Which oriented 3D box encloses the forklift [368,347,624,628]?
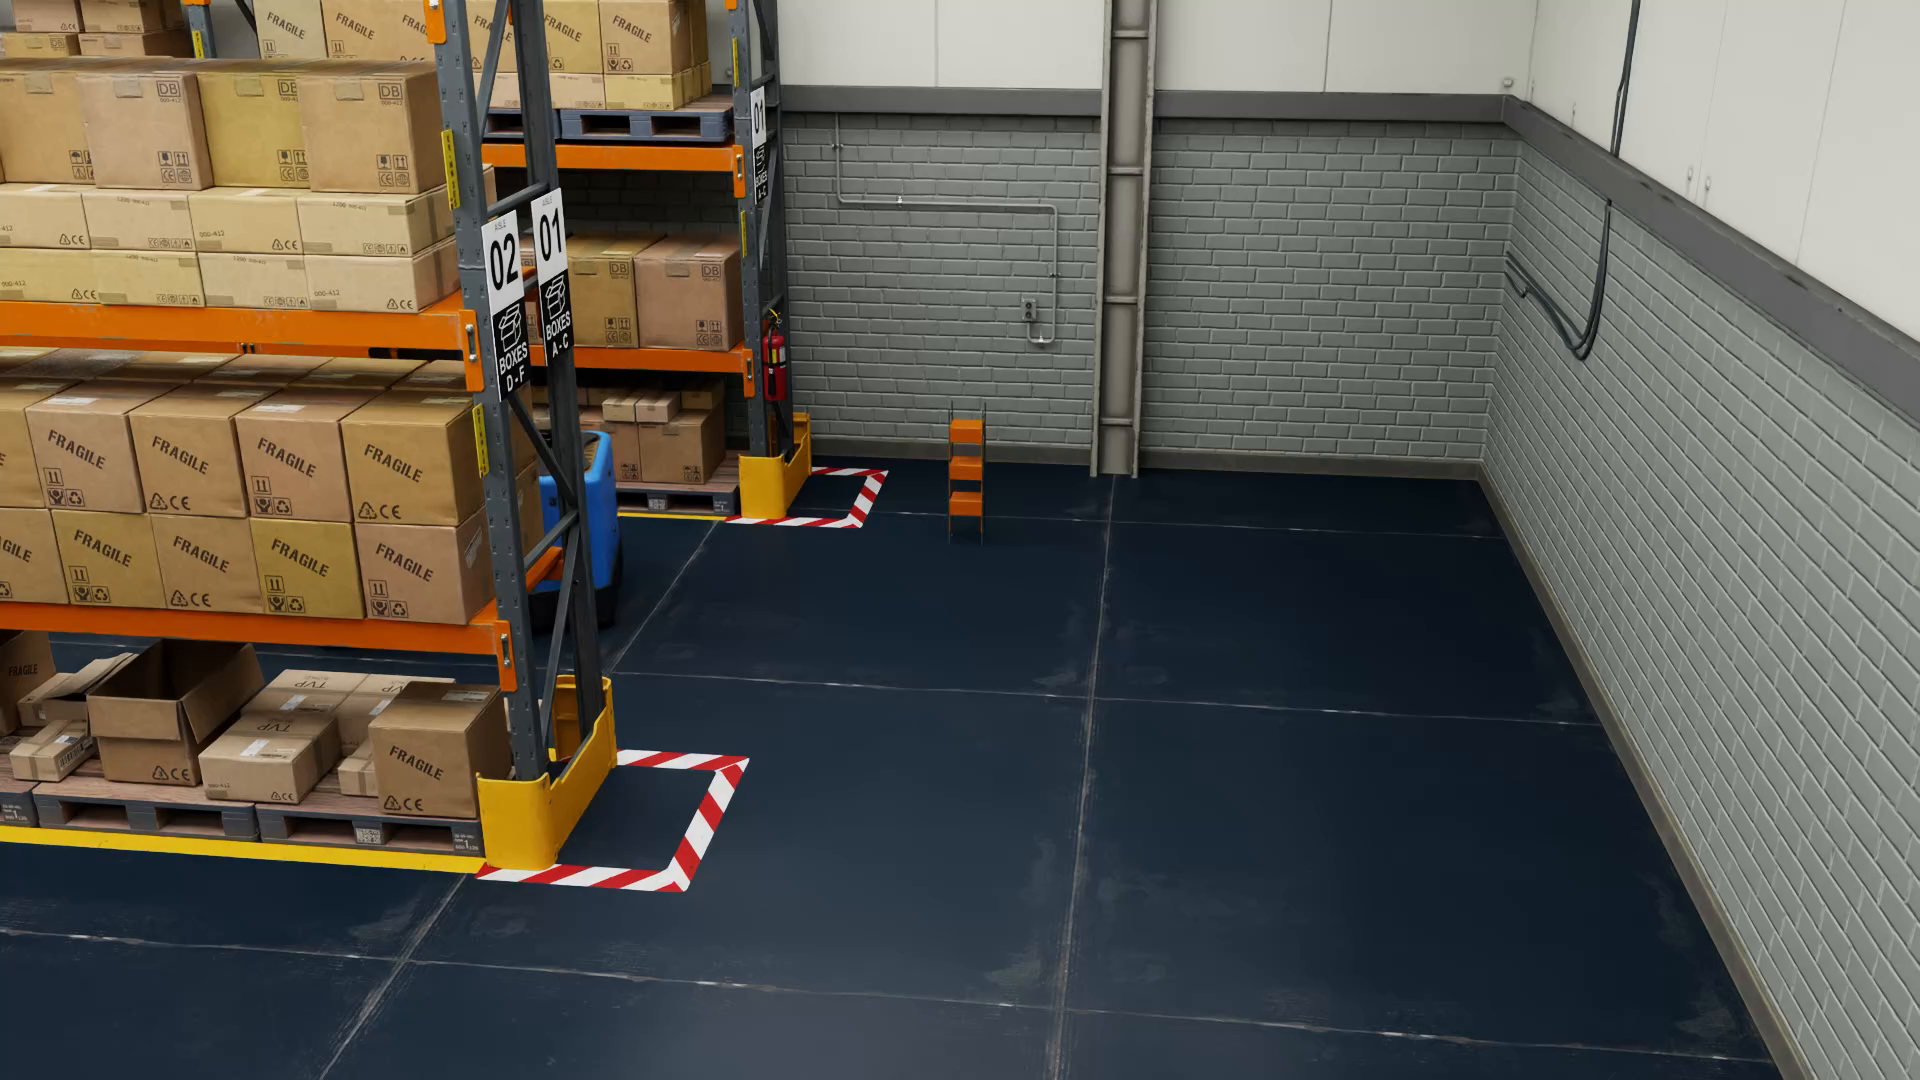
[{"bbox_3d":[-3.834,-0.887,10.696,3.031,2.935,1.130,-2,22,-6],"label":"forklift"}]

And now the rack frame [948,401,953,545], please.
[{"bbox_3d":[-0.068,-0.491,12.254,0.008,1.050,0.200,2,22,6],"label":"rack frame"}]

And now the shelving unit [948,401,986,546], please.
[{"bbox_3d":[0.053,-0.486,12.241,0.252,1.050,0.215,2,22,6],"label":"shelving unit"}]

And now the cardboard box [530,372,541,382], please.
[{"bbox_3d":[-3.560,-1.232,13.424,0.250,0.149,0.380,2,22,5],"label":"cardboard box"}]

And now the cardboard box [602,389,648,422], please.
[{"bbox_3d":[-2.600,-1.049,12.961,0.250,0.149,0.380,3,22,8],"label":"cardboard box"}]

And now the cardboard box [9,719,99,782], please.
[{"bbox_3d":[-4.790,1.108,8.812,0.250,0.166,0.380,2,22,6],"label":"cardboard box"}]

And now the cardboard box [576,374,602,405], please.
[{"bbox_3d":[-3.054,-1.210,13.368,0.250,0.149,0.380,3,22,7],"label":"cardboard box"}]

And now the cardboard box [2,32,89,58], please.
[{"bbox_3d":[-6.884,-3.669,12.826,0.500,0.500,0.700,2,22,5],"label":"cardboard box"}]

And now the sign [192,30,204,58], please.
[{"bbox_3d":[-5.517,-3.528,12.071,0.005,0.325,0.100,2,22,6],"label":"sign"}]

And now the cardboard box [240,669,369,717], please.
[{"bbox_3d":[-3.569,0.941,9.121,0.500,0.250,0.500,2,22,6],"label":"cardboard box"}]

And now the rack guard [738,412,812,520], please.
[{"bbox_3d":[-1.467,-0.608,13.297,0.348,0.500,1.175,2,22,6],"label":"rack guard"}]

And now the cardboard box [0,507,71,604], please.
[{"bbox_3d":[-4.562,-0.017,8.267,0.500,0.500,0.500,2,22,6],"label":"cardboard box"}]

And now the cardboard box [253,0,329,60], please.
[{"bbox_3d":[-4.788,-3.727,12.184,0.500,0.500,0.500,2,22,6],"label":"cardboard box"}]

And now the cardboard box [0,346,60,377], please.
[{"bbox_3d":[-5.000,-0.699,8.631,0.500,0.500,0.500,2,22,5],"label":"cardboard box"}]

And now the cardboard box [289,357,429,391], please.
[{"bbox_3d":[-2.999,-0.609,8.405,0.500,0.500,0.500,3,22,7],"label":"cardboard box"}]

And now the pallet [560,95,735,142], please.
[{"bbox_3d":[-2.228,-3.153,12.377,1.213,0.211,1.003,2,22,6],"label":"pallet"}]

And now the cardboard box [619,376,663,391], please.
[{"bbox_3d":[-2.553,-1.189,13.313,0.250,0.149,0.380,3,22,6],"label":"cardboard box"}]

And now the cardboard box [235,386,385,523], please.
[{"bbox_3d":[-3.046,-0.414,7.912,0.500,0.500,0.500,3,22,8],"label":"cardboard box"}]

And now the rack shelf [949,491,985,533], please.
[{"bbox_3d":[0.053,-0.218,12.347,0.240,0.259,0.215,2,22,6],"label":"rack shelf"}]

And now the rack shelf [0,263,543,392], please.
[{"bbox_3d":[-4.056,-1.109,8.065,4.000,0.370,1.077,2,22,6],"label":"rack shelf"}]

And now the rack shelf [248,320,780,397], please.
[{"bbox_3d":[-3.477,-1.523,13.191,4.000,0.370,1.077,2,22,6],"label":"rack shelf"}]

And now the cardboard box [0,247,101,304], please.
[{"bbox_3d":[-4.099,-1.284,7.731,0.500,0.250,0.500,2,22,6],"label":"cardboard box"}]

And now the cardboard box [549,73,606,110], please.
[{"bbox_3d":[-2.766,-3.295,12.112,0.500,0.250,0.500,2,22,4],"label":"cardboard box"}]

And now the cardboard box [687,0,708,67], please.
[{"bbox_3d":[-2.187,-3.807,12.386,0.500,0.500,0.500,2,22,4],"label":"cardboard box"}]

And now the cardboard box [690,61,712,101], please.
[{"bbox_3d":[-2.186,-3.459,12.527,0.500,0.250,0.500,4,22,9],"label":"cardboard box"}]

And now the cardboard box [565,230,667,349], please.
[{"bbox_3d":[-2.722,-1.957,12.901,0.700,0.700,0.980,2,22,6],"label":"cardboard box"}]

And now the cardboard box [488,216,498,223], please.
[{"bbox_3d":[-2.550,-1.403,8.032,0.500,0.250,0.500,2,22,6],"label":"cardboard box"}]

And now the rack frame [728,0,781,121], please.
[{"bbox_3d":[-1.490,-4.561,11.737,0.127,3.000,1.000,2,22,6],"label":"rack frame"}]

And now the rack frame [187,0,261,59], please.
[{"bbox_3d":[-5.463,-4.734,12.175,0.127,3.000,1.000,2,22,6],"label":"rack frame"}]

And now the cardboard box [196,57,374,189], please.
[{"bbox_3d":[-3.068,-1.938,7.685,0.500,0.500,0.700,2,22,6],"label":"cardboard box"}]

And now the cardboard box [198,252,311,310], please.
[{"bbox_3d":[-3.106,-1.239,7.619,0.500,0.250,0.500,2,22,6],"label":"cardboard box"}]

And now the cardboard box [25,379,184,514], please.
[{"bbox_3d":[-4.071,-0.457,8.021,0.500,0.500,0.500,3,22,8],"label":"cardboard box"}]

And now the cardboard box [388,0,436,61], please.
[{"bbox_3d":[-3.785,-3.687,12.084,0.500,0.500,0.500,3,22,7],"label":"cardboard box"}]

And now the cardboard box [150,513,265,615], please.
[{"bbox_3d":[-3.557,0.026,8.158,0.500,0.500,0.500,3,22,7],"label":"cardboard box"}]

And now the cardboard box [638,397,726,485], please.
[{"bbox_3d":[-2.197,-0.798,13.207,0.500,0.500,0.700,2,22,6],"label":"cardboard box"}]

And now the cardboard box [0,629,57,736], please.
[{"bbox_3d":[-5.443,0.743,9.281,0.500,0.500,0.500,2,22,6],"label":"cardboard box"}]

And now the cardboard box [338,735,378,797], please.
[{"bbox_3d":[-3.030,1.167,8.665,0.250,0.166,0.380,2,22,6],"label":"cardboard box"}]

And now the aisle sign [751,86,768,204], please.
[{"bbox_3d":[-1.454,-2.868,12.077,0.004,0.787,0.394,2,22,6],"label":"aisle sign"}]

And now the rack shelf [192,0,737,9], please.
[{"bbox_3d":[-3.477,-4.127,12.162,4.000,0.370,1.077,2,22,6],"label":"rack shelf"}]

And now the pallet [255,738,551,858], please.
[{"bbox_3d":[-2.937,1.297,8.873,1.213,0.211,1.003,2,22,6],"label":"pallet"}]

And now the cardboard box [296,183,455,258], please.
[{"bbox_3d":[-2.610,-1.449,7.470,0.500,0.250,0.500,2,22,6],"label":"cardboard box"}]

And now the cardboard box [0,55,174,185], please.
[{"bbox_3d":[-4.063,-1.976,7.782,0.500,0.500,0.700,2,22,6],"label":"cardboard box"}]

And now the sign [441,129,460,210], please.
[{"bbox_3d":[-2.155,-1.567,7.040,0.005,0.325,0.100,2,22,6],"label":"sign"}]

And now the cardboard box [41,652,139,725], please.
[{"bbox_3d":[-4.698,0.864,9.234,0.500,0.311,0.500,2,22,6],"label":"cardboard box"}]

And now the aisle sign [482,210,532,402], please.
[{"bbox_3d":[-2.038,-1.057,7.497,0.004,0.787,0.394,2,22,6],"label":"aisle sign"}]

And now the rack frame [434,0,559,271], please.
[{"bbox_3d":[-2.070,-2.752,7.162,0.127,3.000,1.000,2,22,6],"label":"rack frame"}]

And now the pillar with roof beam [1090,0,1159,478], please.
[{"bbox_3d":[0.786,-3.188,8.265,0.400,9.000,9.100,2,22,6],"label":"pillar with roof beam"}]

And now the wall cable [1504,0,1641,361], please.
[{"bbox_3d":[4.084,-2.742,11.359,0.112,2.526,3.097,2,22,6],"label":"wall cable"}]

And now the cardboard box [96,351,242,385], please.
[{"bbox_3d":[-4.000,-0.654,8.519,0.500,0.500,0.500,2,22,6],"label":"cardboard box"}]

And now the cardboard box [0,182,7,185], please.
[{"bbox_3d":[-4.596,-1.535,7.686,0.500,0.250,0.500,2,22,6],"label":"cardboard box"}]

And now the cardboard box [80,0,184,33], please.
[{"bbox_3d":[-6.321,-4.025,12.707,0.500,0.250,0.500,4,22,10],"label":"cardboard box"}]

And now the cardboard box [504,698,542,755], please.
[{"bbox_3d":[-2.445,1.015,9.072,0.250,0.149,0.380,2,22,6],"label":"cardboard box"}]

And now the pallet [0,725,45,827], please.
[{"bbox_3d":[-5.360,1.191,9.140,1.213,0.211,1.003,2,22,6],"label":"pallet"}]

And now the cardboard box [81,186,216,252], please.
[{"bbox_3d":[-3.603,-1.494,7.583,0.500,0.250,0.500,2,22,6],"label":"cardboard box"}]

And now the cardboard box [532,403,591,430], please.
[{"bbox_3d":[-3.194,-0.841,13.316,0.500,0.500,0.700,2,22,5],"label":"cardboard box"}]

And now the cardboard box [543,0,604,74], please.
[{"bbox_3d":[-2.745,-3.645,11.976,0.500,0.500,0.500,3,22,8],"label":"cardboard box"}]

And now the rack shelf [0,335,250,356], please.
[{"bbox_3d":[-7.449,-1.696,13.629,4.000,0.370,1.077,2,22,6],"label":"rack shelf"}]

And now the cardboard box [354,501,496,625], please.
[{"bbox_3d":[-2.546,0.071,8.044,0.500,0.500,0.500,3,22,8],"label":"cardboard box"}]
